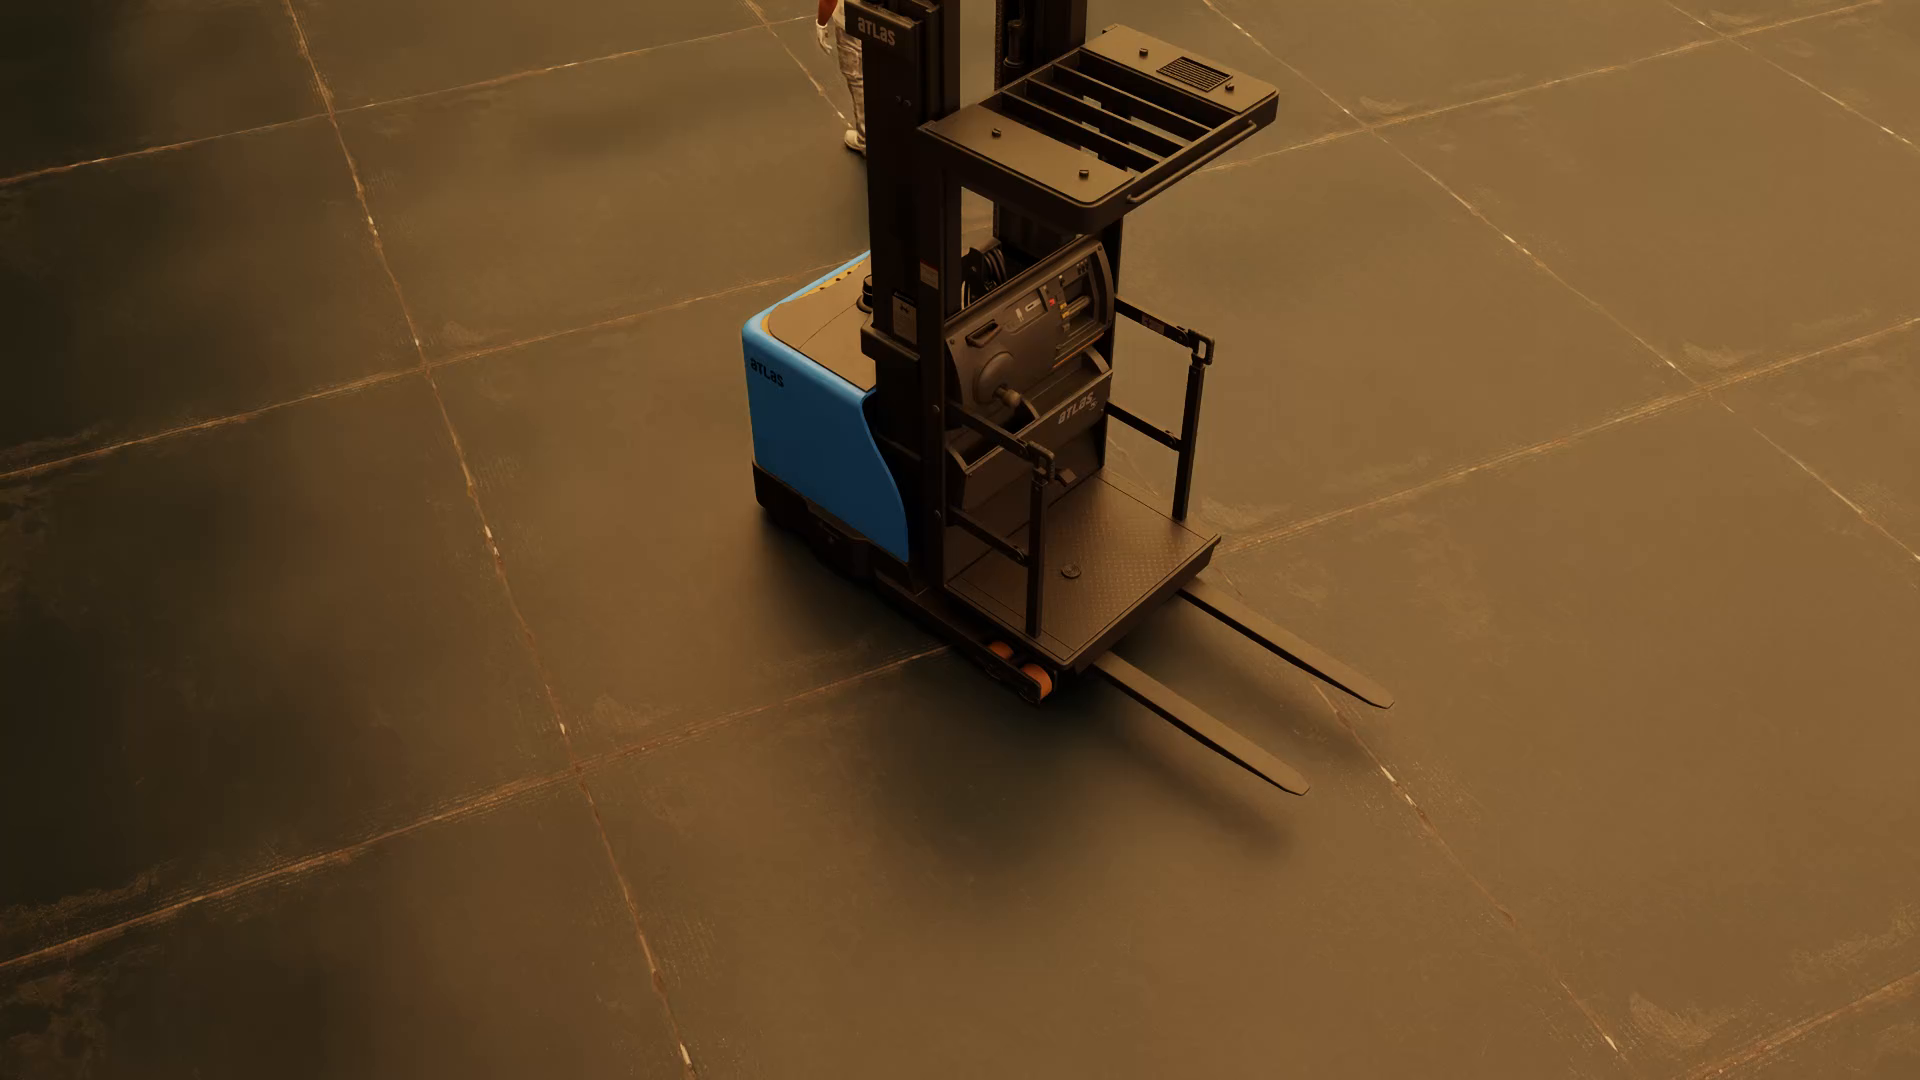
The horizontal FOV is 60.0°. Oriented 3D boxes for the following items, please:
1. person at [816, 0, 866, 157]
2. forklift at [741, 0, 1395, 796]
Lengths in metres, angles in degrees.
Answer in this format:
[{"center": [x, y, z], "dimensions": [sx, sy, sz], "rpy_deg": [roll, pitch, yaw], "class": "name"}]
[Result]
[{"center": [-0.576, -3.118, 9.852], "dimensions": [0.657, 1.784, 0.576], "rpy_deg": [-22, 47, -22], "class": "person"}, {"center": [0.445, -0.788, 6.525], "dimensions": [3.031, 2.935, 1.130], "rpy_deg": [32, 52, 30], "class": "forklift"}]
